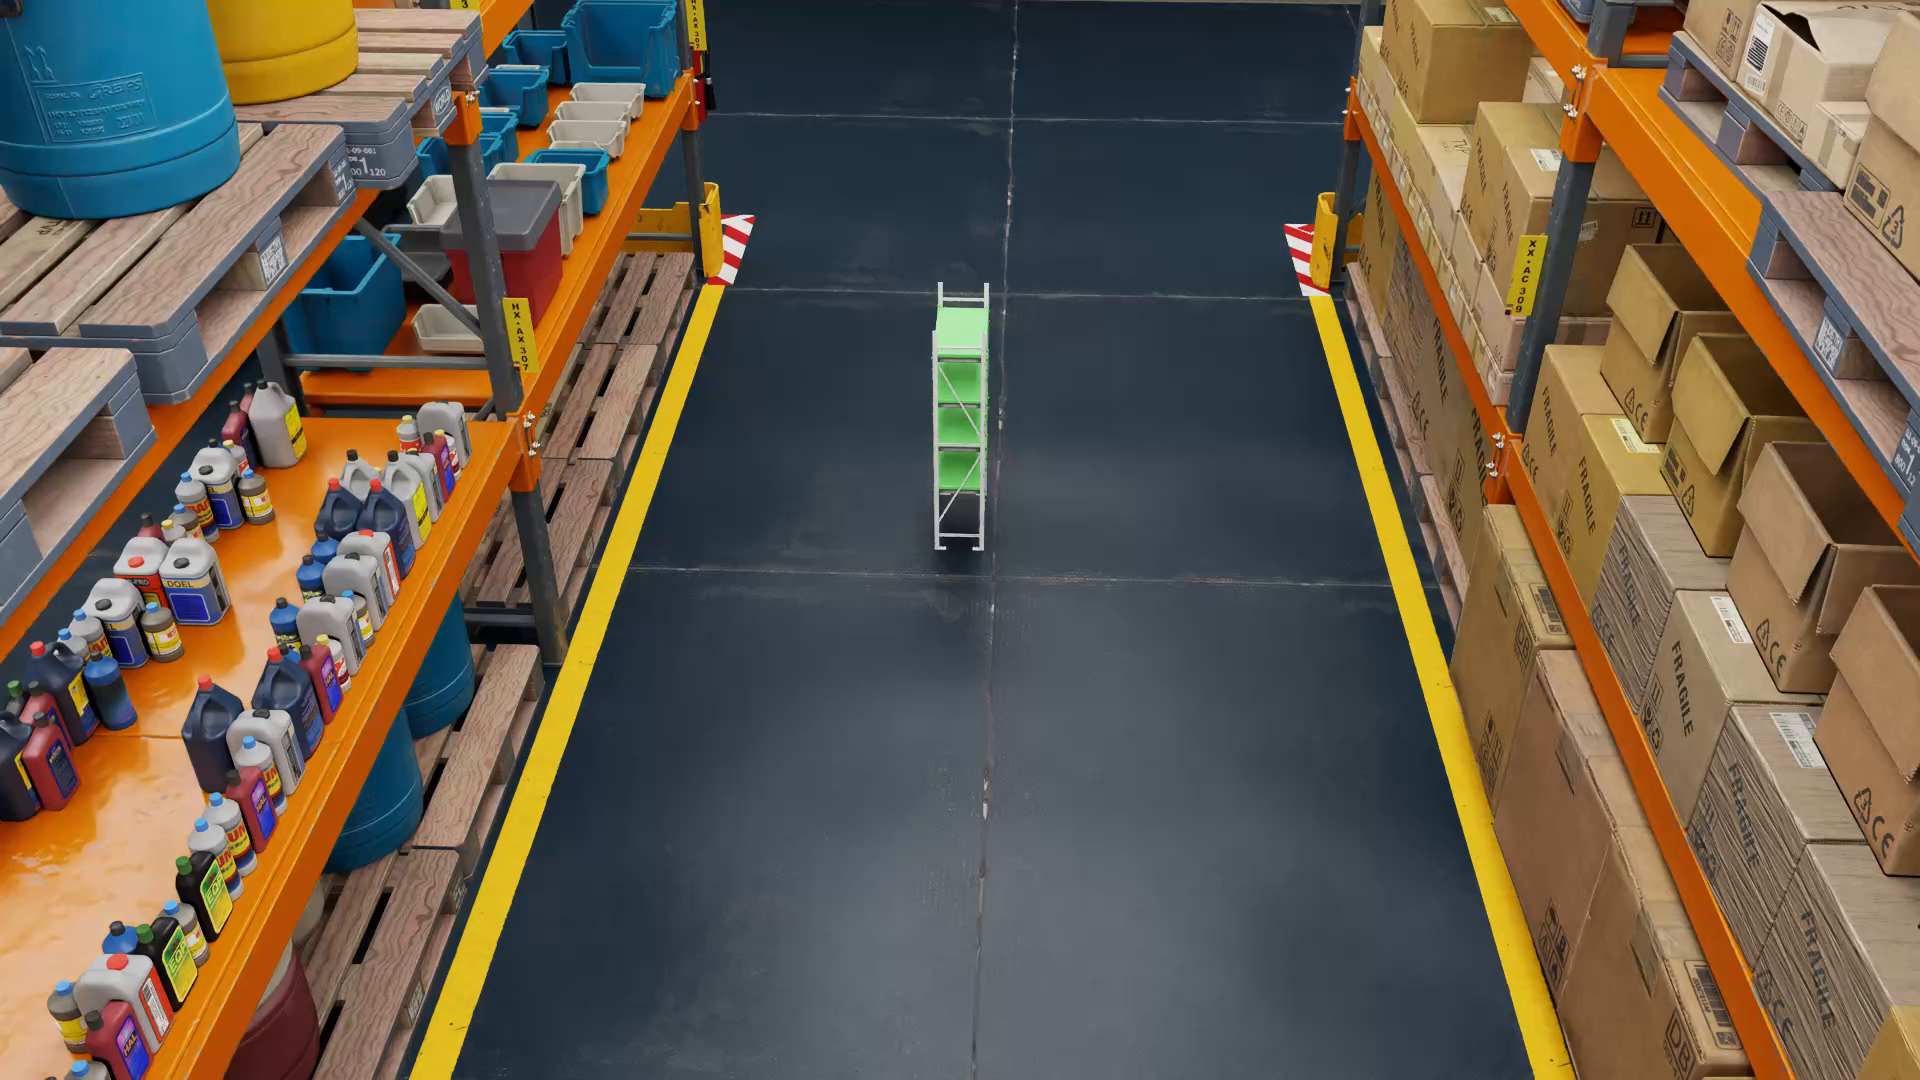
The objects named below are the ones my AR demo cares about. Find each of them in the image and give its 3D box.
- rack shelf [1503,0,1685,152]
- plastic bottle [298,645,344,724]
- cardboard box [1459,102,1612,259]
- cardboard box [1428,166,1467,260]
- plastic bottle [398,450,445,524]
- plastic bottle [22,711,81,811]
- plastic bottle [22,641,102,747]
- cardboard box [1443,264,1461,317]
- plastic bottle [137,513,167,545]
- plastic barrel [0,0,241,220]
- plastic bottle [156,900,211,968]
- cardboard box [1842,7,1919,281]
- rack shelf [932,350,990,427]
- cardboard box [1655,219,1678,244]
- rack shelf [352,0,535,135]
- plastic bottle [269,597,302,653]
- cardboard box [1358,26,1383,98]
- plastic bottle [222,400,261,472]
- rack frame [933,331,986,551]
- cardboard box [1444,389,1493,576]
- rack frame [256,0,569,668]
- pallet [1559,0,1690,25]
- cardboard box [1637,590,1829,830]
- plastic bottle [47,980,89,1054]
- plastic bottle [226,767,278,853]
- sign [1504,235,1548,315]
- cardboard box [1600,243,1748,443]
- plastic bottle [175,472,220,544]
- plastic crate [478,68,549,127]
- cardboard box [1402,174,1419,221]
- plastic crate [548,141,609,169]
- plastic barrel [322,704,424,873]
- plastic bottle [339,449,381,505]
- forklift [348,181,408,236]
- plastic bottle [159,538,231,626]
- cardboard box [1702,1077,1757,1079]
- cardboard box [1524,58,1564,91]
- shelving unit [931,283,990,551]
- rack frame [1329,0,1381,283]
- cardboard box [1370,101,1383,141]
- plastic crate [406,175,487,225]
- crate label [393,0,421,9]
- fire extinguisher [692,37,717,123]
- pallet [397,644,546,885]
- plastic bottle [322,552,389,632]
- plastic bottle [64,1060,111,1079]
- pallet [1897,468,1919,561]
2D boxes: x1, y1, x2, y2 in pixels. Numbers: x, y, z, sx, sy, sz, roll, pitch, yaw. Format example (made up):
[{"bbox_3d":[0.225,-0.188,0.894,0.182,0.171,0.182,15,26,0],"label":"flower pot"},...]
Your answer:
[{"bbox_3d":[2.753,-2.672,7.460,1.077,0.370,4.000,1,35,2],"label":"rack shelf"},{"bbox_3d":[-1.982,0.422,5.143,0.061,0.283,0.133,1,35,2],"label":"plastic bottle"},{"bbox_3d":[2.448,-1.515,7.017,0.500,0.500,0.500,2,35,2],"label":"cardboard box"},{"bbox_3d":[2.467,-1.501,7.648,0.500,0.250,0.500,2,35,3],"label":"cardboard box"},{"bbox_3d":[-1.984,-0.210,6.048,0.152,0.276,0.135,1,35,2],"label":"plastic bottle"},{"bbox_3d":[-2.650,0.640,4.832,0.061,0.283,0.133,1,35,2],"label":"plastic bottle"},{"bbox_3d":[-2.740,0.442,5.056,0.144,0.351,0.185,1,35,2],"label":"plastic bottle"},{"bbox_3d":[2.389,-1.113,7.443,0.380,0.149,0.250,2,35,3],"label":"cardboard box"},{"bbox_3d":[-2.753,0.055,5.665,0.061,0.283,0.133,1,35,2],"label":"plastic bottle"},{"bbox_3d":[-2.192,-1.324,4.116,0.600,0.901,0.708,1,35,2],"label":"plastic barrel"},{"bbox_3d":[-2.041,1.026,4.355,0.097,0.201,0.097,0,35,0],"label":"plastic bottle"},{"bbox_3d":[2.573,-0.907,3.868,0.797,0.503,0.637,1,35,1],"label":"cardboard box"},{"bbox_3d":[0.007,-0.730,7.939,0.258,0.148,0.480,1,35,2],"label":"rack shelf"},{"bbox_3d":[2.947,-1.226,6.606,0.500,0.500,0.500,1,35,2],"label":"cardboard box"},{"bbox_3d":[-2.196,-2.786,7.623,1.077,0.370,4.000,1,35,2],"label":"rack shelf"},{"bbox_3d":[-2.144,0.300,5.326,0.097,0.271,0.097,0,35,0],"label":"plastic bottle"},{"bbox_3d":[2.544,-2.679,9.325,0.500,0.250,0.500,0,35,1],"label":"cardboard box"},{"bbox_3d":[-2.723,-0.379,6.282,0.061,0.283,0.133,1,35,2],"label":"plastic bottle"},{"bbox_3d":[-0.003,-0.446,7.841,0.240,1.200,0.015,1,35,2],"label":"rack frame"},{"bbox_3d":[2.779,-0.270,7.508,0.875,0.875,0.875,1,35,2],"label":"cardboard box"},{"bbox_3d":[-2.276,-0.704,6.643,1.000,3.000,0.127,1,35,2],"label":"rack frame"},{"bbox_3d":[2.716,-2.251,6.312,1.003,0.211,1.213,1,35,2],"label":"pallet"},{"bbox_3d":[2.349,0.501,4.841,0.500,0.500,0.500,2,35,3],"label":"cardboard box"},{"bbox_3d":[-2.203,1.176,4.141,0.097,0.201,0.097,0,35,0],"label":"plastic bottle"},{"bbox_3d":[-2.005,0.738,4.693,0.061,0.283,0.133,1,35,2],"label":"plastic bottle"},{"bbox_3d":[2.118,-0.988,6.226,0.100,0.325,0.005,1,35,2],"label":"sign"},{"bbox_3d":[2.655,-0.674,5.641,0.797,0.503,0.637,0,35,1],"label":"cardboard box"},{"bbox_3d":[-2.722,-0.118,5.921,0.097,0.271,0.097,0,35,0],"label":"plastic bottle"},{"bbox_3d":[-2.481,-2.446,9.215,0.416,0.233,0.300,1,35,2],"label":"plastic crate"},{"bbox_3d":[2.429,-1.705,8.286,0.380,0.149,0.250,0,35,1],"label":"cardboard box"},{"bbox_3d":[-1.974,-1.949,8.592,0.298,0.136,0.250,1,35,2],"label":"plastic crate"},{"bbox_3d":[-2.344,0.701,6.103,0.600,0.901,0.708,1,35,2],"label":"plastic barrel"},{"bbox_3d":[-2.130,-0.152,5.900,0.144,0.351,0.185,1,35,2],"label":"plastic bottle"},{"bbox_3d":[-4.462,-2.756,9.622,1.130,2.935,3.031,2,35,3],"label":"forklift"},{"bbox_3d":[-2.561,0.139,5.551,0.152,0.276,0.135,1,35,2],"label":"plastic bottle"},{"bbox_3d":[2.561,2.010,4.264,1.225,0.875,0.875,0,35,0],"label":"cardboard box"},{"bbox_3d":[3.058,-2.372,8.889,0.500,0.250,0.500,1,35,1],"label":"cardboard box"},{"bbox_3d":[0.007,-0.586,8.040,0.258,1.200,0.503,1,35,2],"label":"shelving unit"},{"bbox_3d":[2.833,-2.888,9.751,1.000,3.000,0.127,1,35,2],"label":"rack frame"},{"bbox_3d":[2.471,-2.294,9.124,0.380,0.149,0.250,1,35,1],"label":"cardboard box"},{"bbox_3d":[-2.507,-1.628,8.135,0.293,0.136,0.466,1,35,2],"label":"plastic crate"},{"bbox_3d":[-1.968,-2.098,6.247,0.293,0.136,0.466,1,35,2],"label":"crate label"},{"bbox_3d":[-1.655,-2.894,10.151,0.296,0.674,0.183,1,35,2],"label":"fire extinguisher"},{"bbox_3d":[-2.349,0.879,6.816,1.003,0.211,1.213,1,35,2],"label":"pallet"},{"bbox_3d":[-2.009,0.157,5.525,0.152,0.276,0.135,1,35,2],"label":"plastic bottle"},{"bbox_3d":[-2.061,1.312,3.947,0.097,0.201,0.097,0,35,0],"label":"plastic bottle"},{"bbox_3d":[2.485,0.187,2.931,1.213,0.211,1.003,3,35,4],"label":"pallet"}]
